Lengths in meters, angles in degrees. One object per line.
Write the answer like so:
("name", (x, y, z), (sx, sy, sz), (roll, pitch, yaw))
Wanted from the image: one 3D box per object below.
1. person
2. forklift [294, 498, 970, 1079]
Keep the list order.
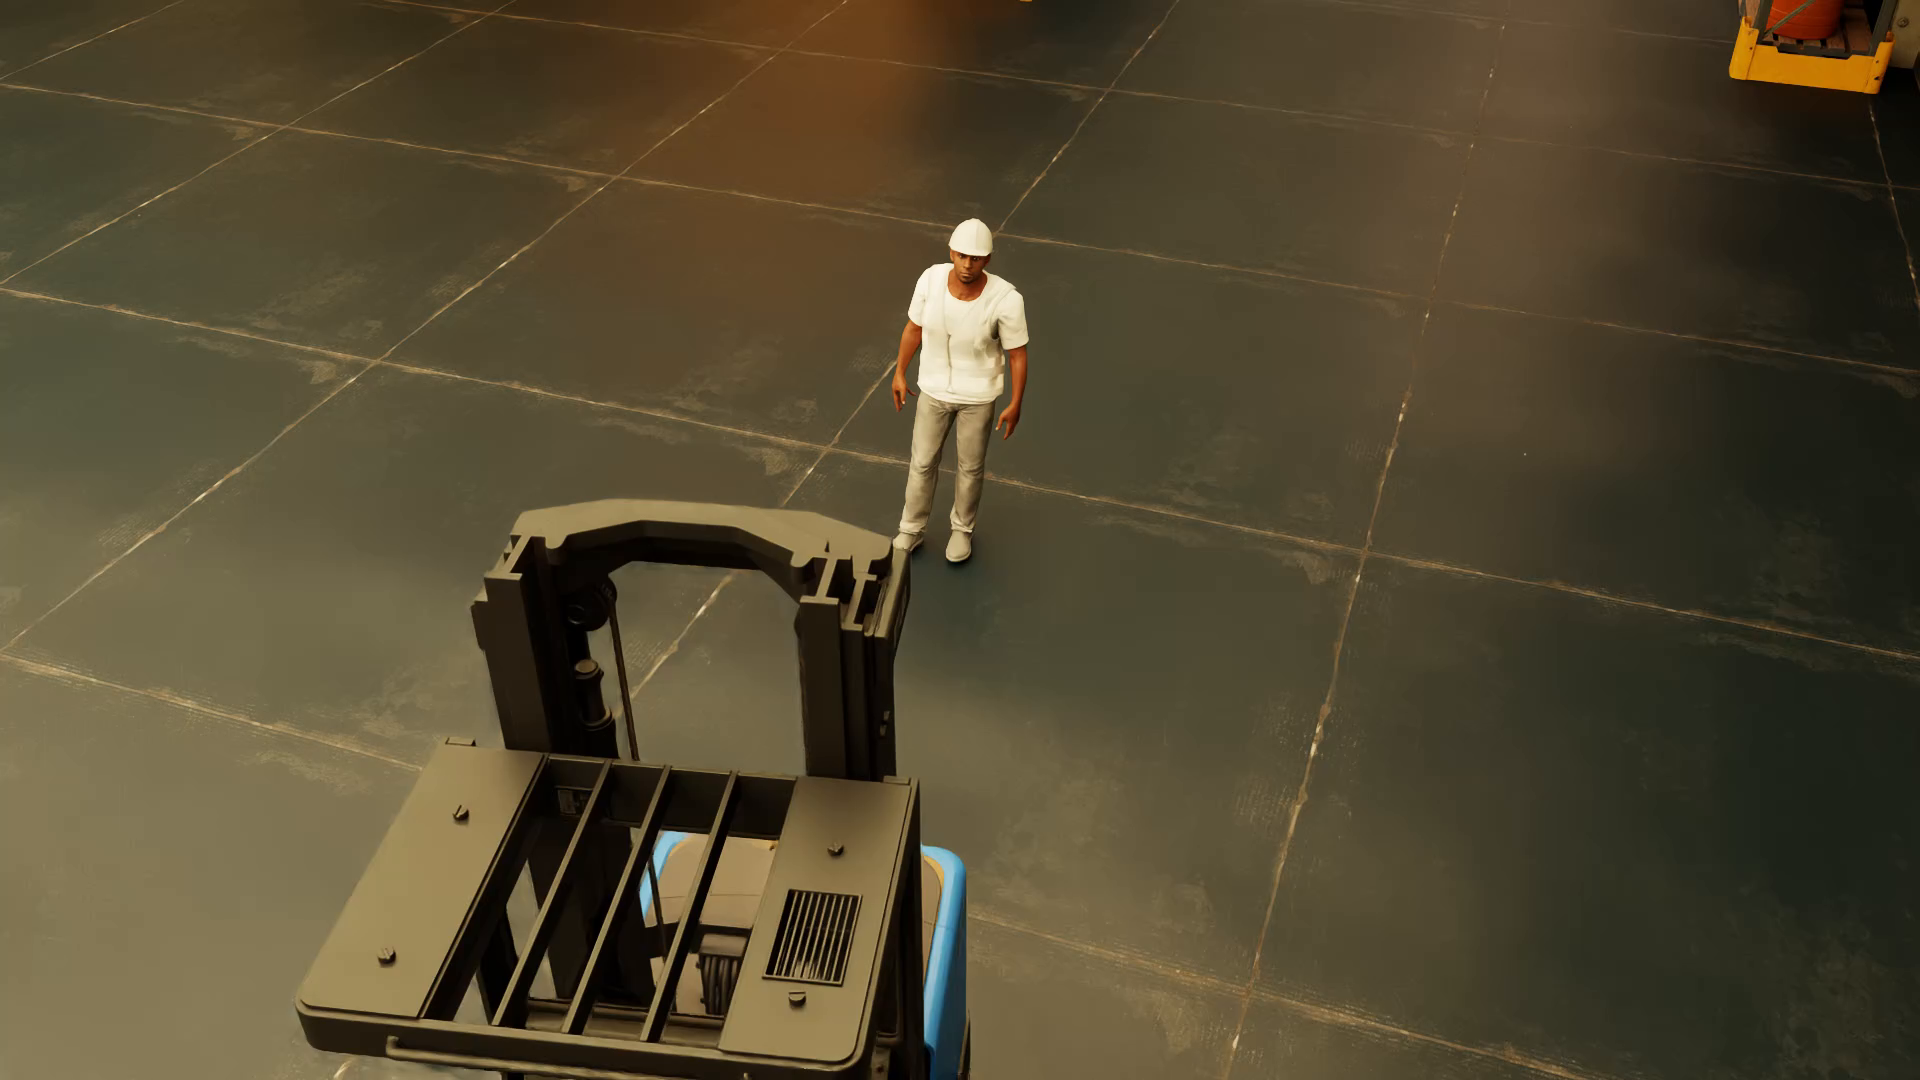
("person", (-0.029, -0.690, 8.078), (0.665, 1.765, 0.577), (12, 37, 16))
("forklift", (-0.663, 1.491, 4.008), (1.130, 2.935, 3.031), (4, 36, 6))
